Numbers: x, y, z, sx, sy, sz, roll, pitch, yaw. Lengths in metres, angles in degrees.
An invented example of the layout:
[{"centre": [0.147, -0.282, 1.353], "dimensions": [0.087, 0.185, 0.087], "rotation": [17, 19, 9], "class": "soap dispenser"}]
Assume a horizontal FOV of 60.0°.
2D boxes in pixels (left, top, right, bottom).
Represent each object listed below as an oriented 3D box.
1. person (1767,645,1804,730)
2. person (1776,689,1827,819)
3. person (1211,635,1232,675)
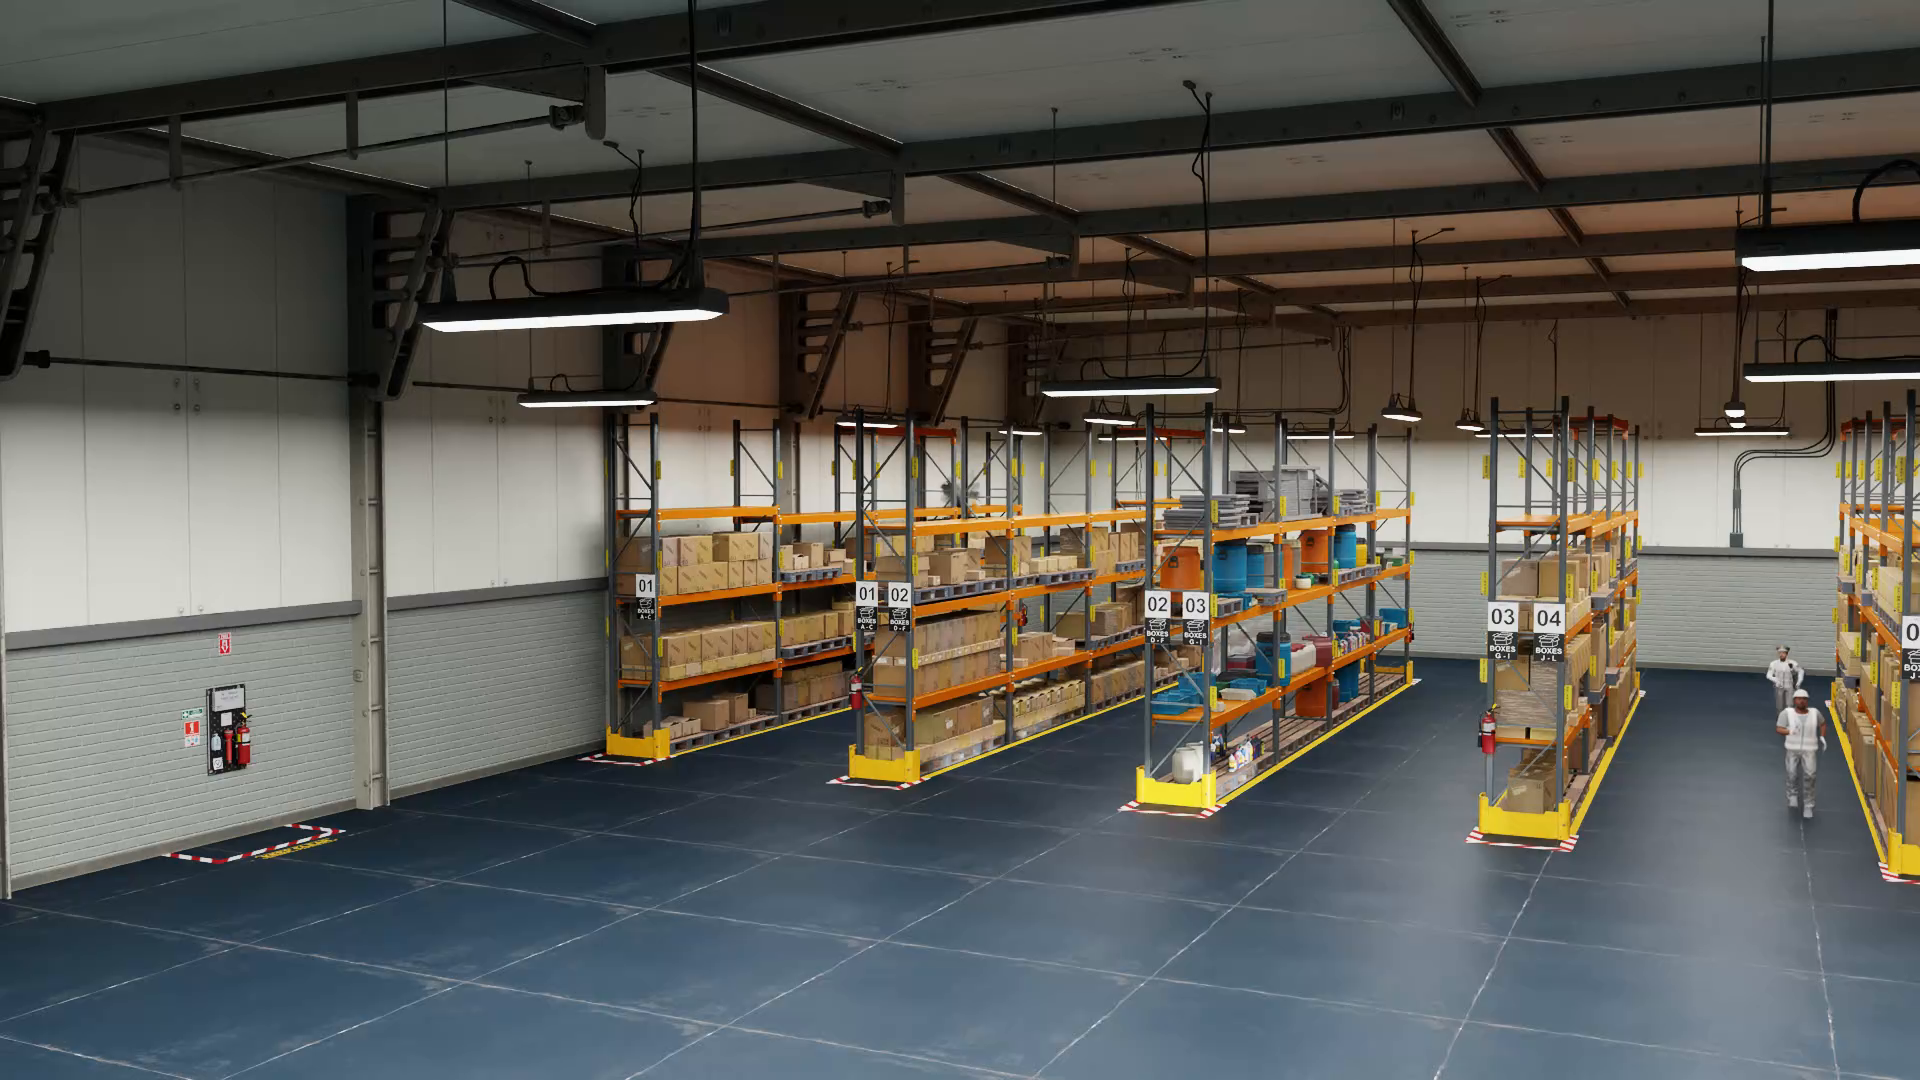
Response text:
[{"centre": [15.683, 2.844, 31.625], "dimensions": [0.622, 1.687, 0.657], "rotation": [1, 3, 29], "class": "person"}, {"centre": [12.230, 3.090, 24.177], "dimensions": [0.662, 1.845, 0.790], "rotation": [1, 3, 25], "class": "person"}, {"centre": [5.110, 2.751, 32.790], "dimensions": [0.671, 1.753, 0.765], "rotation": [1, 3, 31], "class": "person"}]
